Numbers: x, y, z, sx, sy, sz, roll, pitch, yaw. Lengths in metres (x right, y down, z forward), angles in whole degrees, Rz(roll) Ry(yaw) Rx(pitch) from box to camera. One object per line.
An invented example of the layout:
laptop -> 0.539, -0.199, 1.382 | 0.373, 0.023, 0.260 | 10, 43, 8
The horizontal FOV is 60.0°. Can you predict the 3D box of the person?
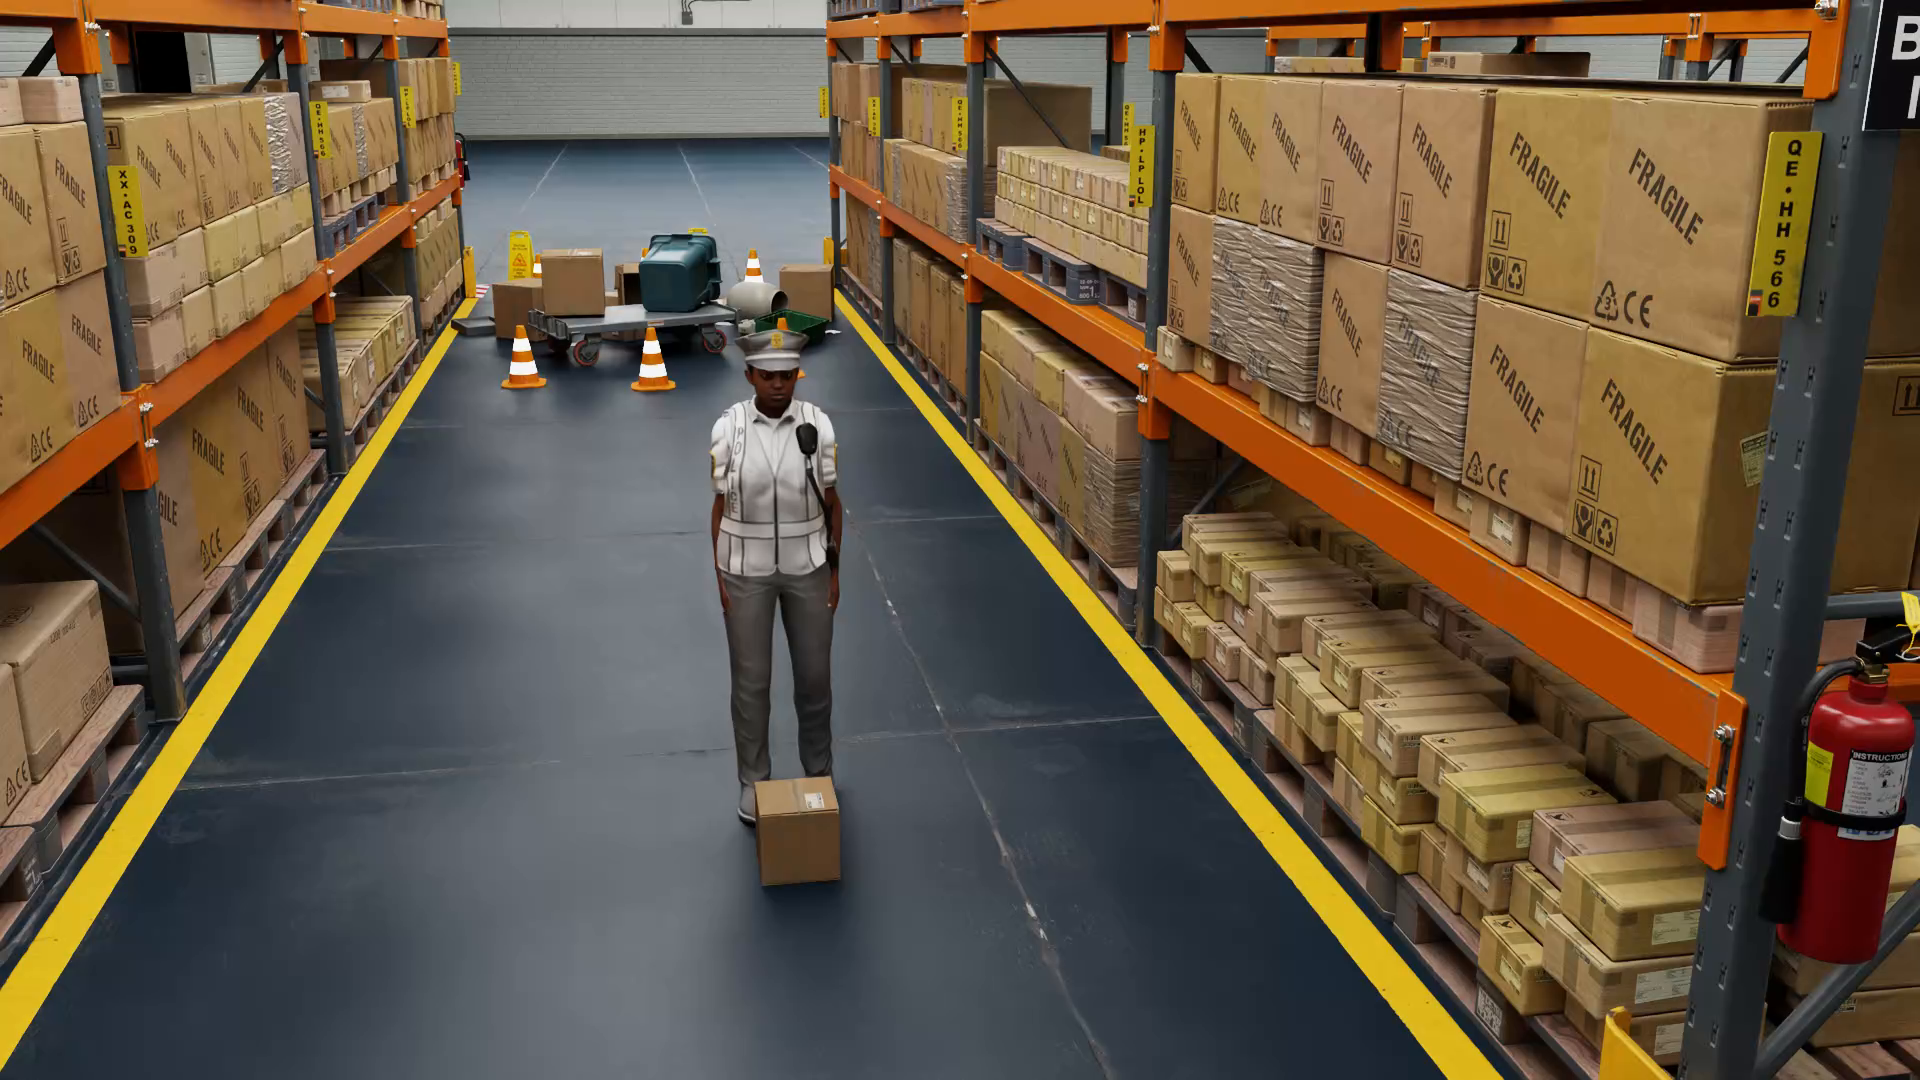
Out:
person -> -0.612, 0.141, 5.635 | 0.442, 1.745, 0.404 | -3, 17, -10
